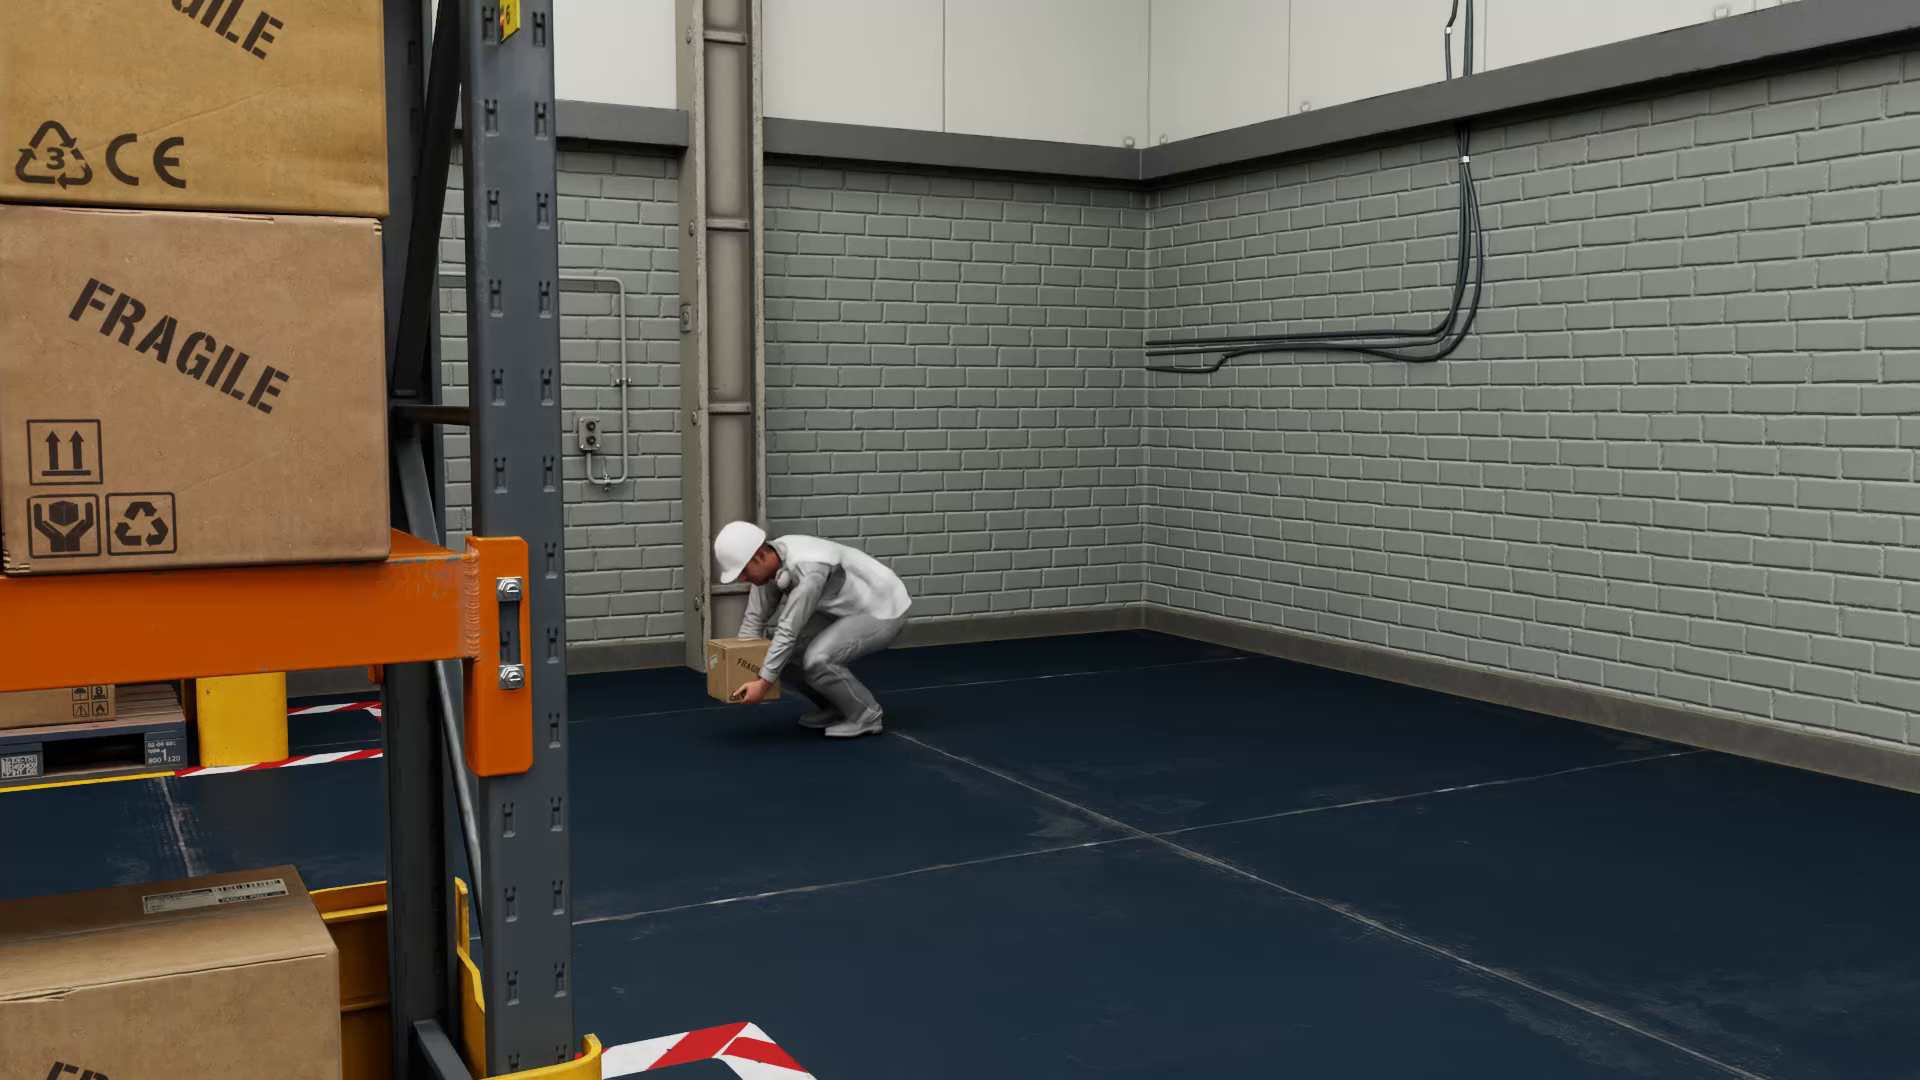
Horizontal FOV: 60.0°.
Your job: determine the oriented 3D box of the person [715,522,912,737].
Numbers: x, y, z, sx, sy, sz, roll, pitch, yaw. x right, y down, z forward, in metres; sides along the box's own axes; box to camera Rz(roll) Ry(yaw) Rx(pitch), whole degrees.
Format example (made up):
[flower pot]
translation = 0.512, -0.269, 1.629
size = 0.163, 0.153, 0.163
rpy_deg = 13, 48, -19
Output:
[person]
translation = -0.679, 0.397, 7.564
size = 0.935, 0.996, 0.508
rpy_deg = -3, 6, -30
